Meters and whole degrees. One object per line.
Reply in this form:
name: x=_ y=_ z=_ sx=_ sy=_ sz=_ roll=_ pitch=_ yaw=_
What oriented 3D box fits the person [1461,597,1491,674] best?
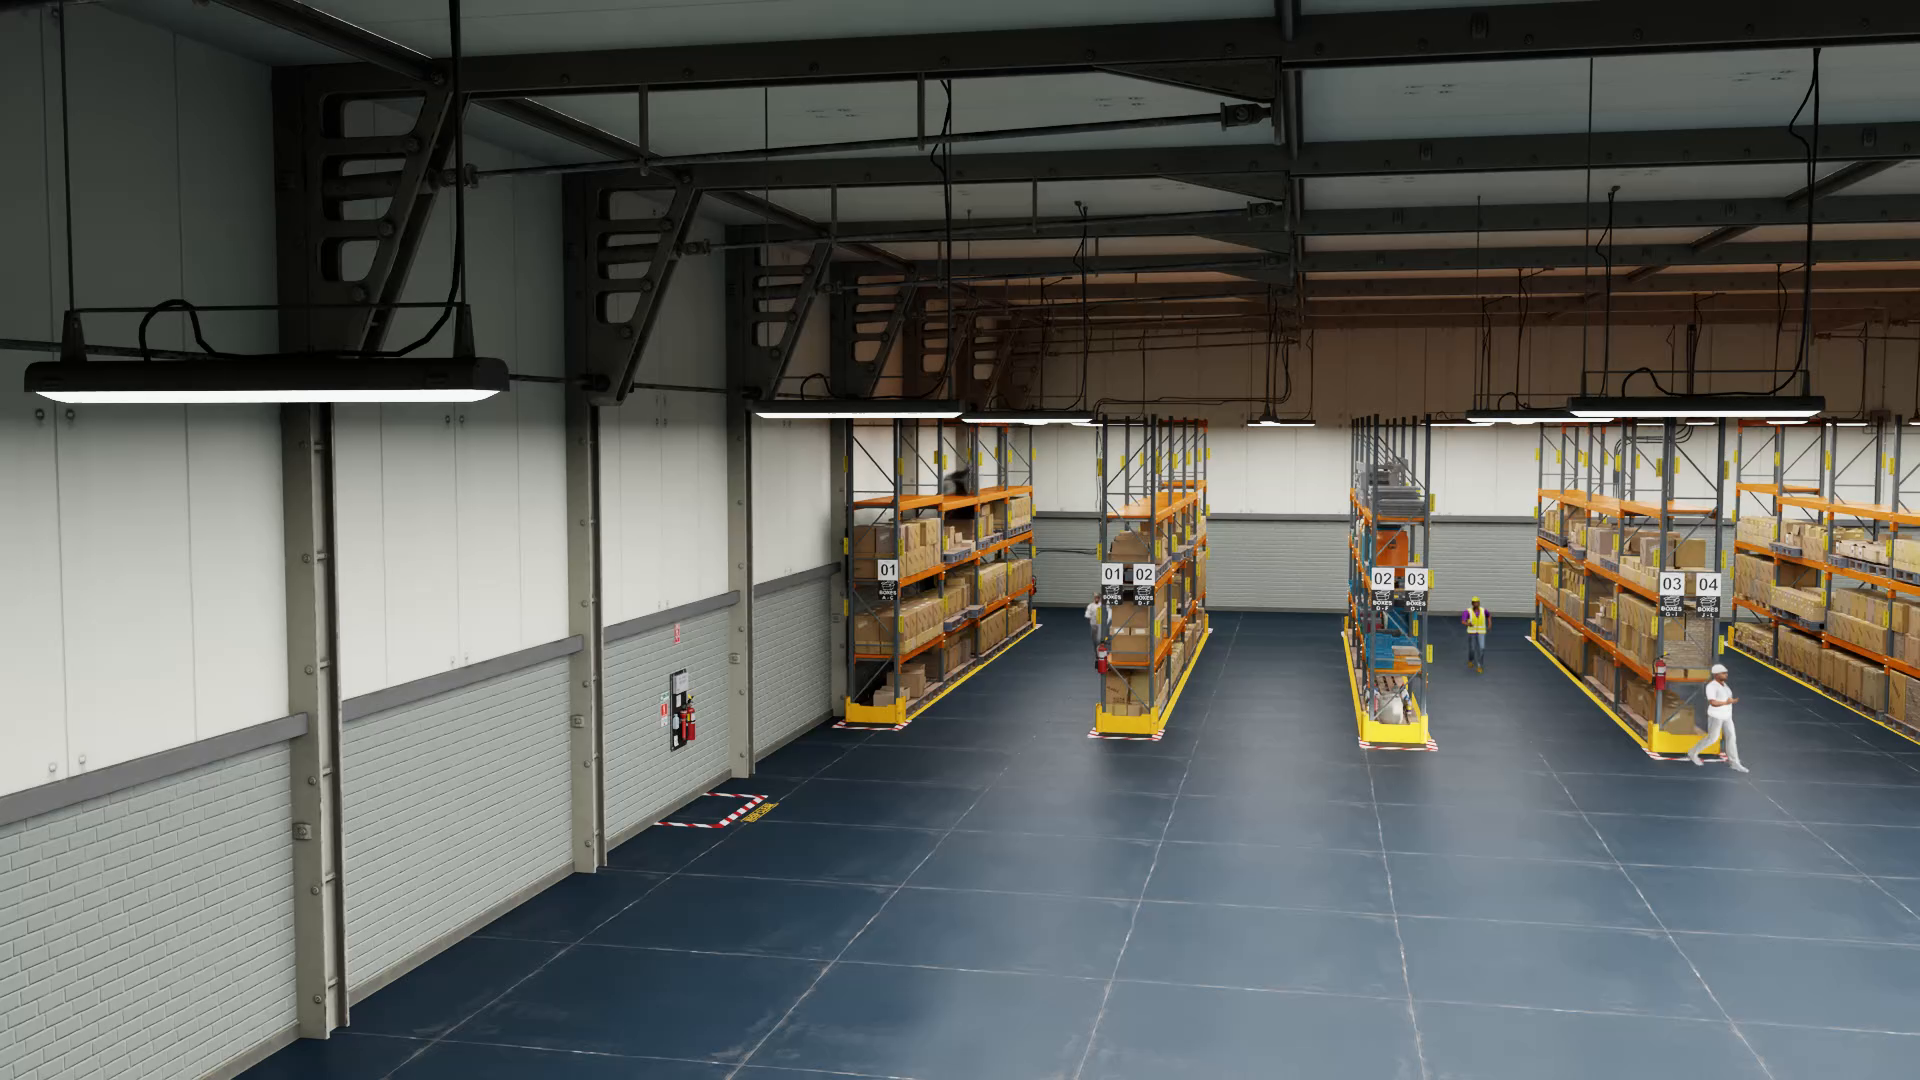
person: x=12.214 y=2.235 z=39.316 sx=0.704 sy=1.793 sz=0.889 roll=1 pitch=4 yaw=11

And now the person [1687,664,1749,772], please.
person: x=12.705 y=2.958 z=27.822 sx=0.697 sy=1.758 sz=0.980 roll=-3 pitch=5 yaw=-39

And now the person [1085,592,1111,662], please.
person: x=3.408 y=2.131 z=41.242 sx=0.620 sy=1.699 sz=0.929 roll=1 pitch=4 yaw=16
